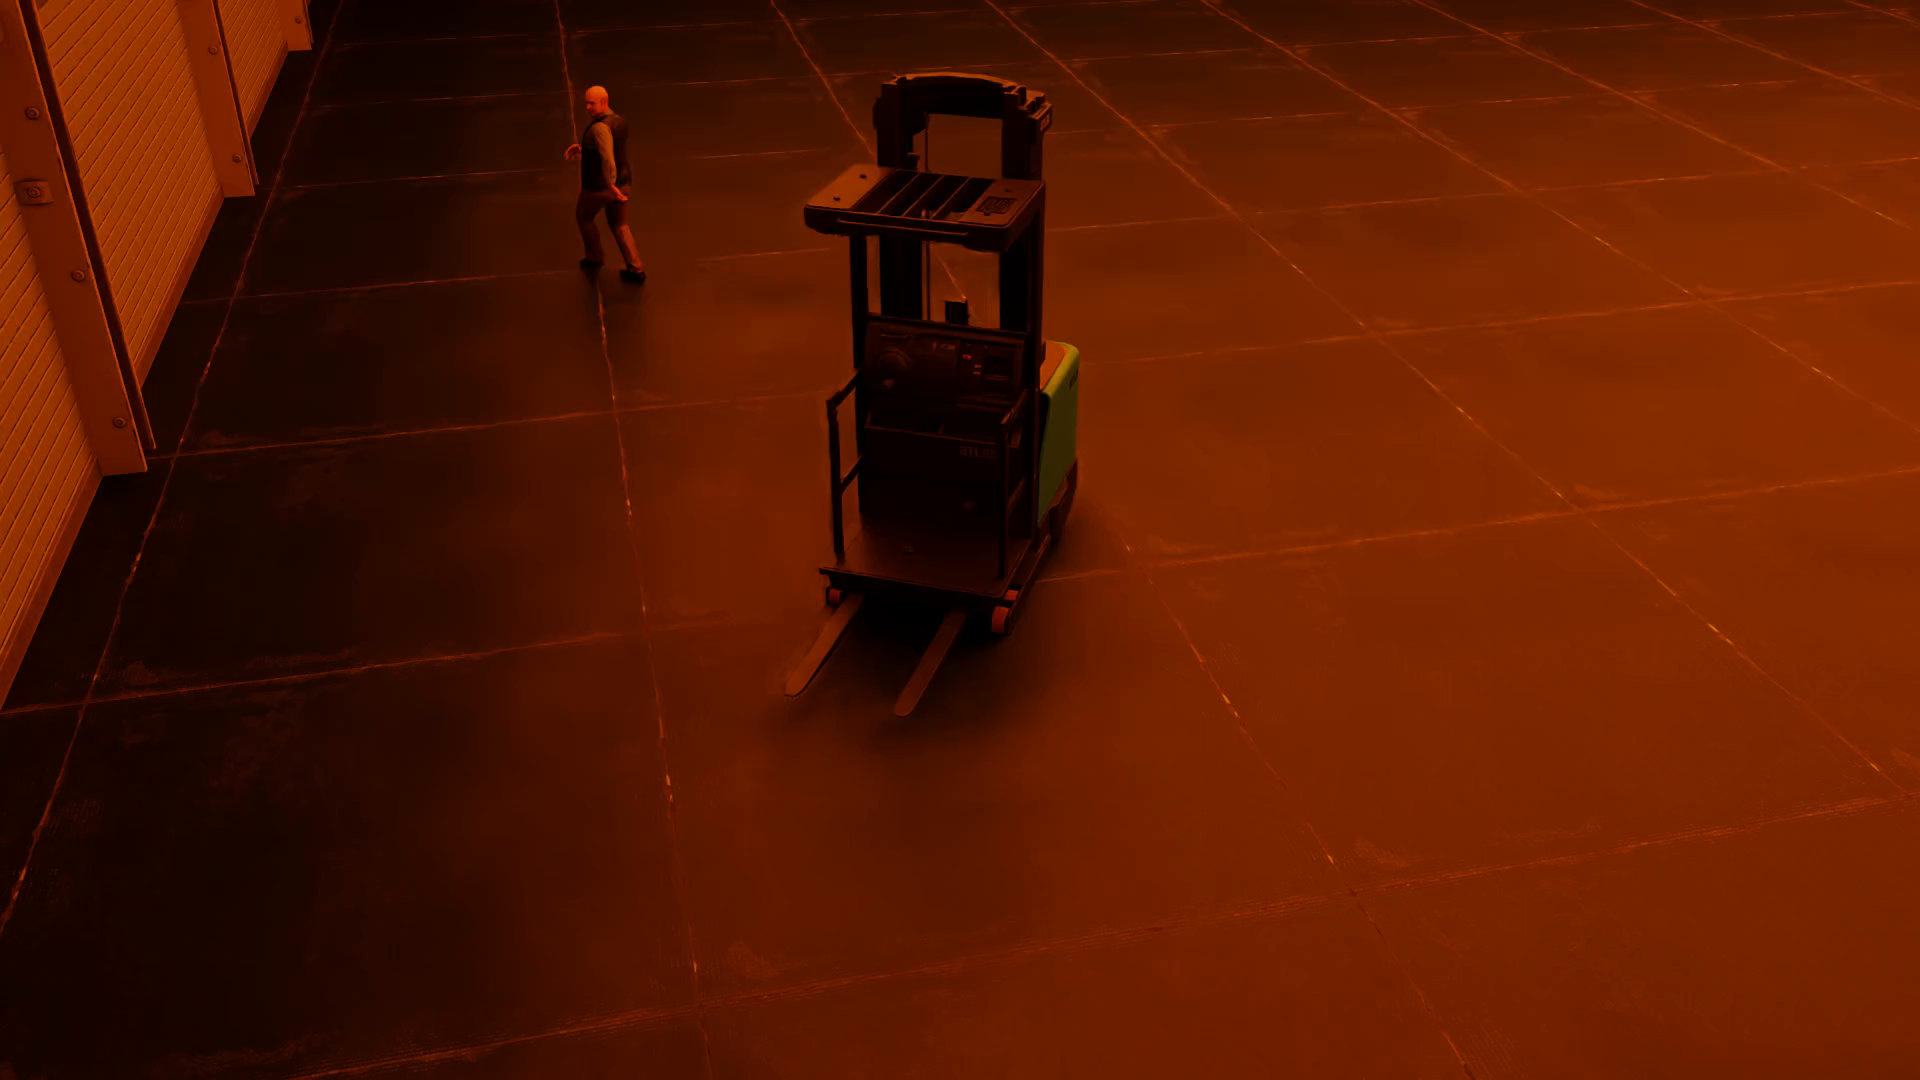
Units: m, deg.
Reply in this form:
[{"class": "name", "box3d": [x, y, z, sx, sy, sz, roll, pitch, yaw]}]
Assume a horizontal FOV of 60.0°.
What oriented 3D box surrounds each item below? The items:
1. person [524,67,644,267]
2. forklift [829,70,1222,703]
[{"class": "person", "box3d": [-3.246, -3.260, 14.490, 0.962, 1.744, 0.608, -17, 34, -27]}, {"class": "forklift", "box3d": [0.350, -0.974, 9.258, 1.130, 2.935, 3.031, -16, 34, -26]}]
